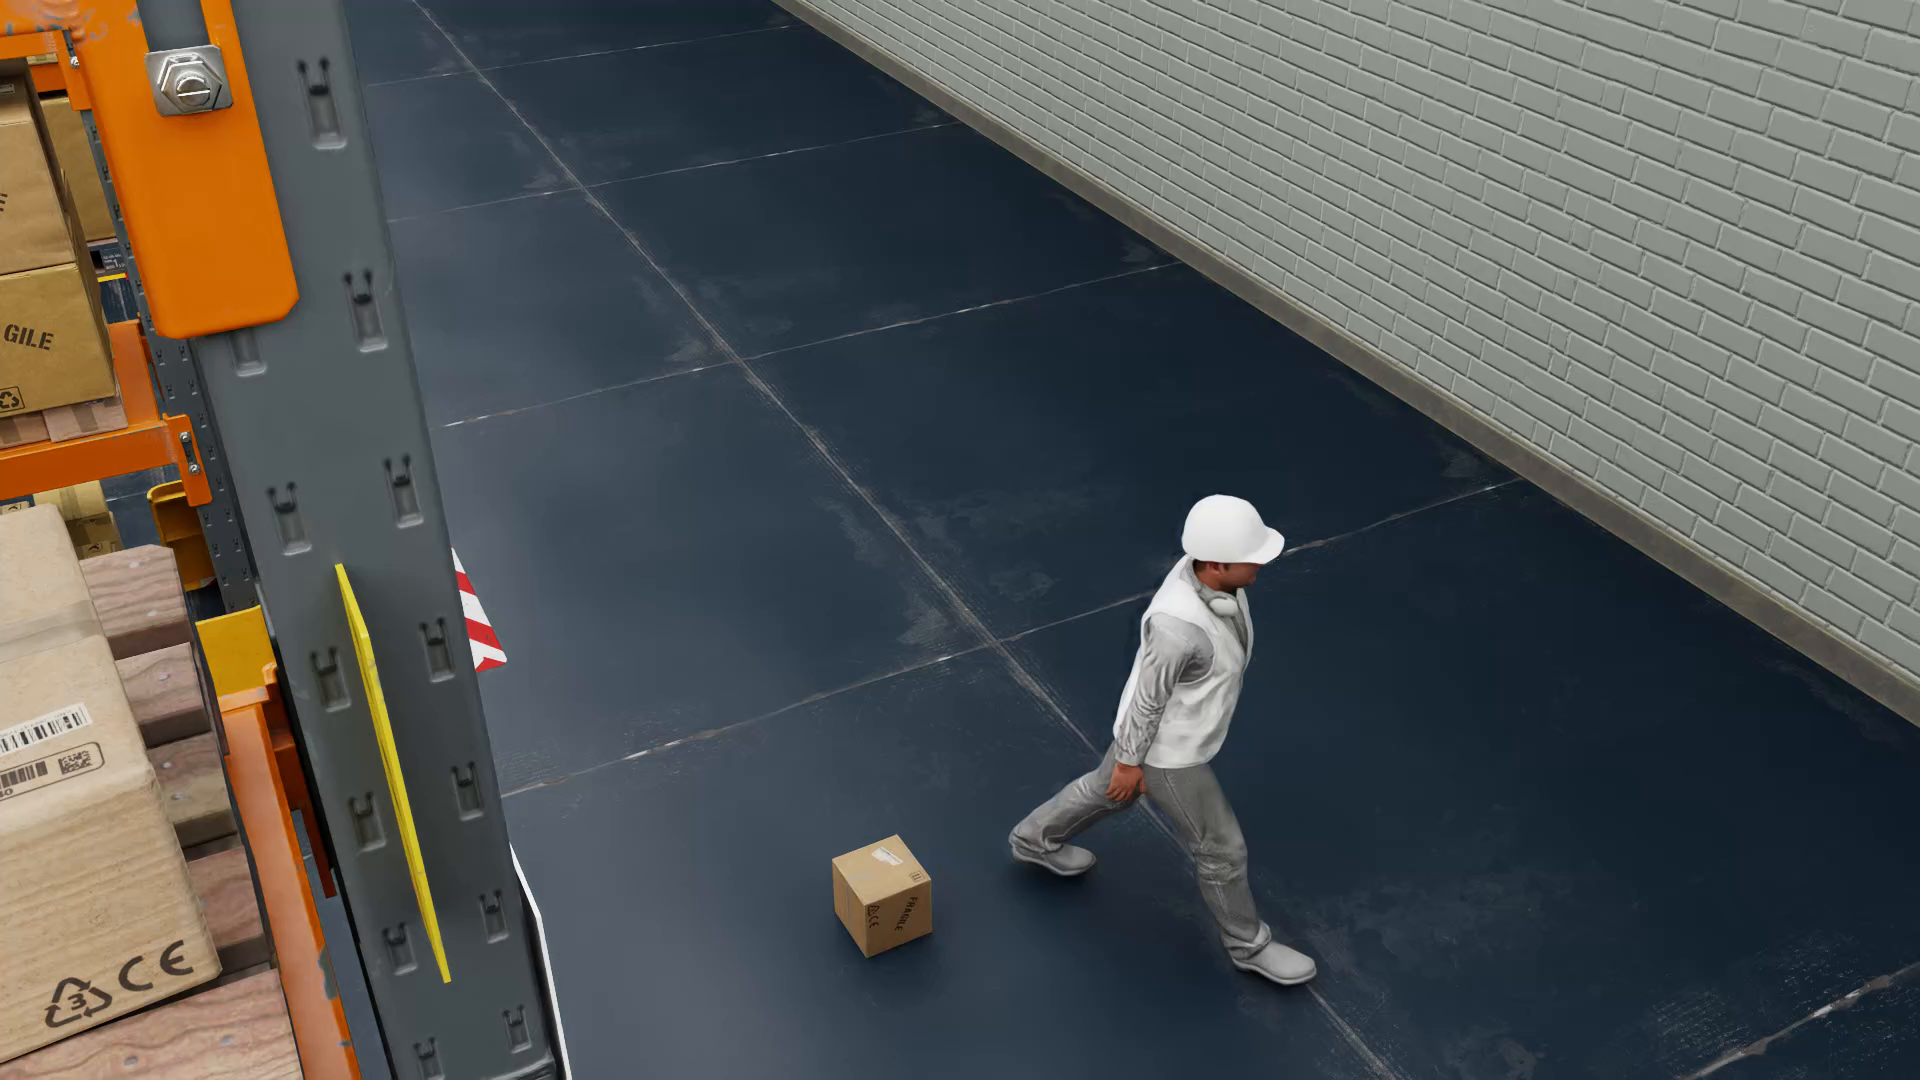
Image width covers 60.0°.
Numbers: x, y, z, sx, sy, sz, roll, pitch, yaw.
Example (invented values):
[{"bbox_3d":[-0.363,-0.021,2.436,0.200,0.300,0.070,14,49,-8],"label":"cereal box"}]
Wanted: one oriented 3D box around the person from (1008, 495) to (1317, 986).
[{"bbox_3d":[0.686,0.574,5.272,1.109,1.712,0.544,10,34,15],"label":"person"}]
